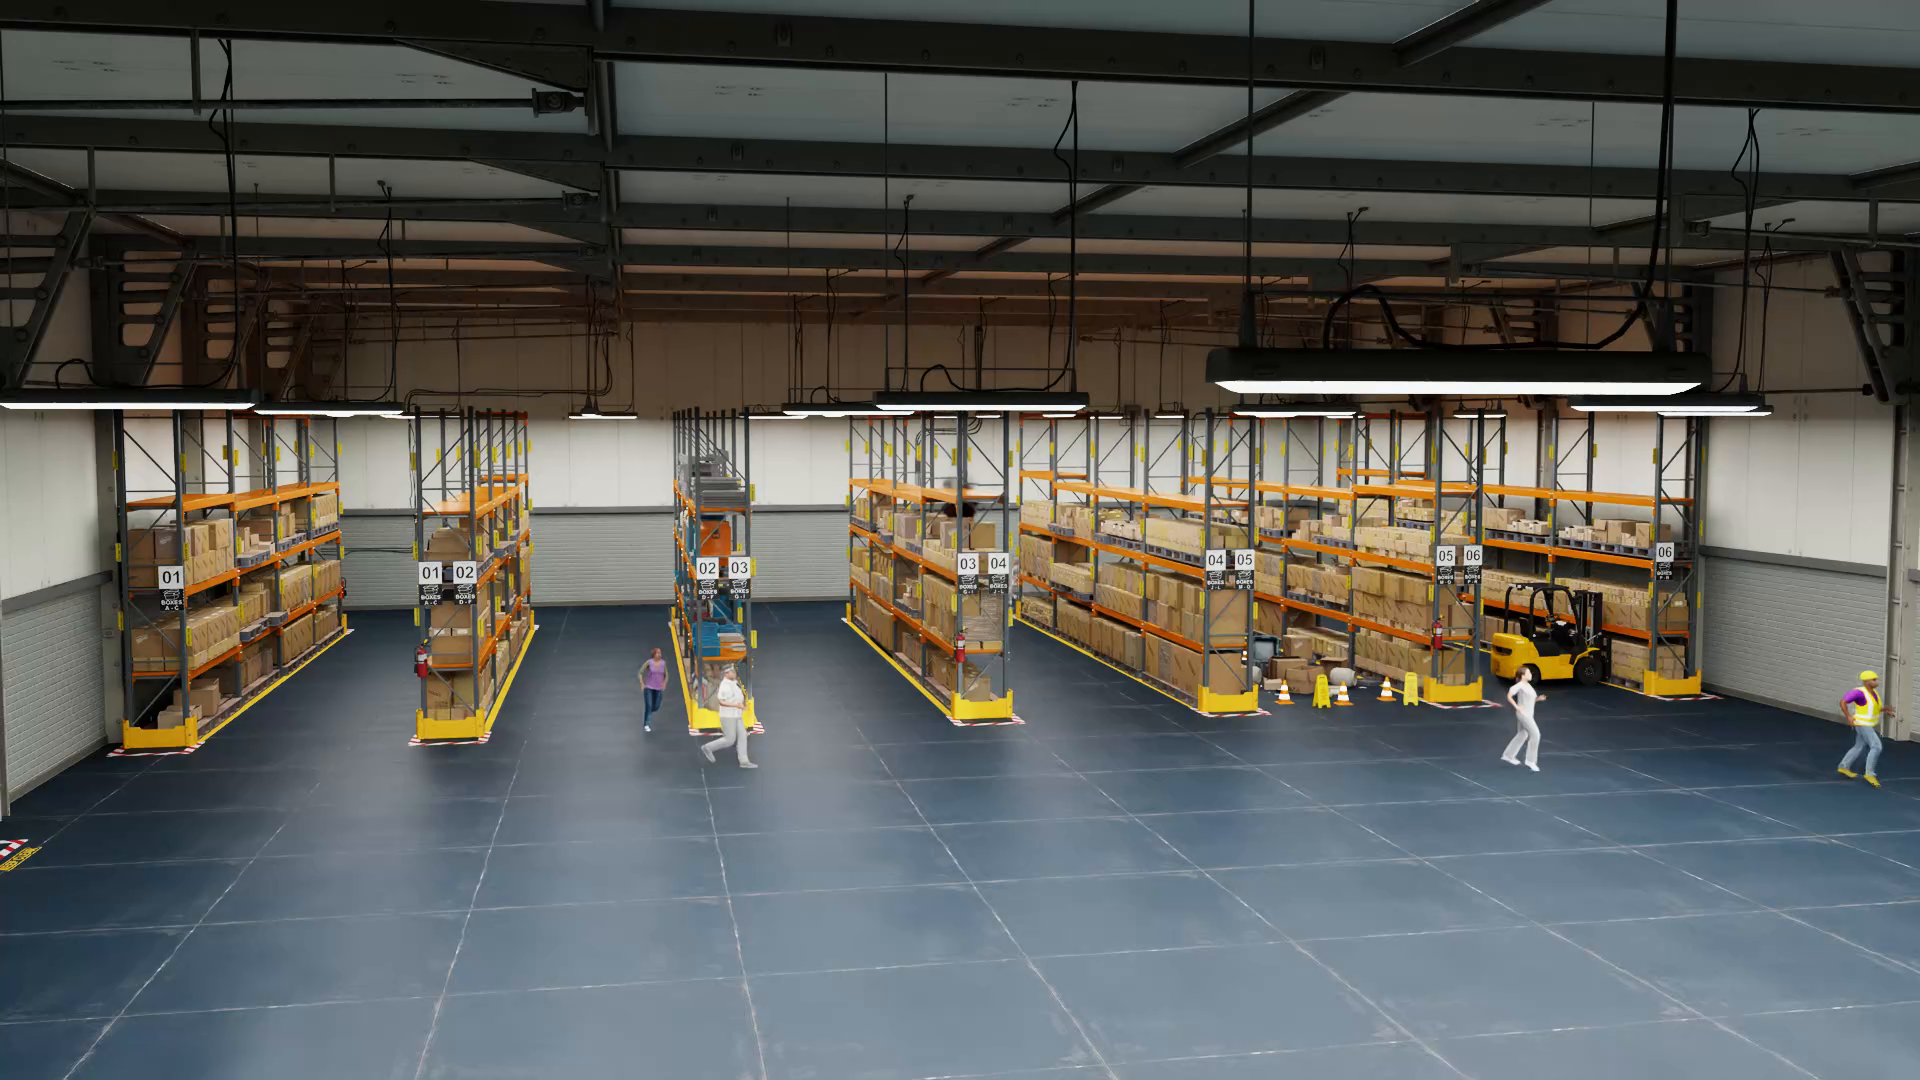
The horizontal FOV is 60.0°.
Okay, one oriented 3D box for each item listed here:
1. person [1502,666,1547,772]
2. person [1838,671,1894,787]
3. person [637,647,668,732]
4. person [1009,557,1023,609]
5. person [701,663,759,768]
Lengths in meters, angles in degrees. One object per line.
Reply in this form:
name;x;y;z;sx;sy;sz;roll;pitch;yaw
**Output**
person;9.293;2.938;27.397;0.712;1.723;0.546;2;5;31
person;14.370;2.976;26.398;0.669;1.828;0.775;-4;6;-44
person;-5.705;2.759;30.916;0.587;1.542;0.564;-2;4;-25
person;1.604;1.319;49.936;0.623;1.694;0.721;1;4;8
person;-3.764;2.886;27.354;0.923;1.754;0.665;1;4;11
